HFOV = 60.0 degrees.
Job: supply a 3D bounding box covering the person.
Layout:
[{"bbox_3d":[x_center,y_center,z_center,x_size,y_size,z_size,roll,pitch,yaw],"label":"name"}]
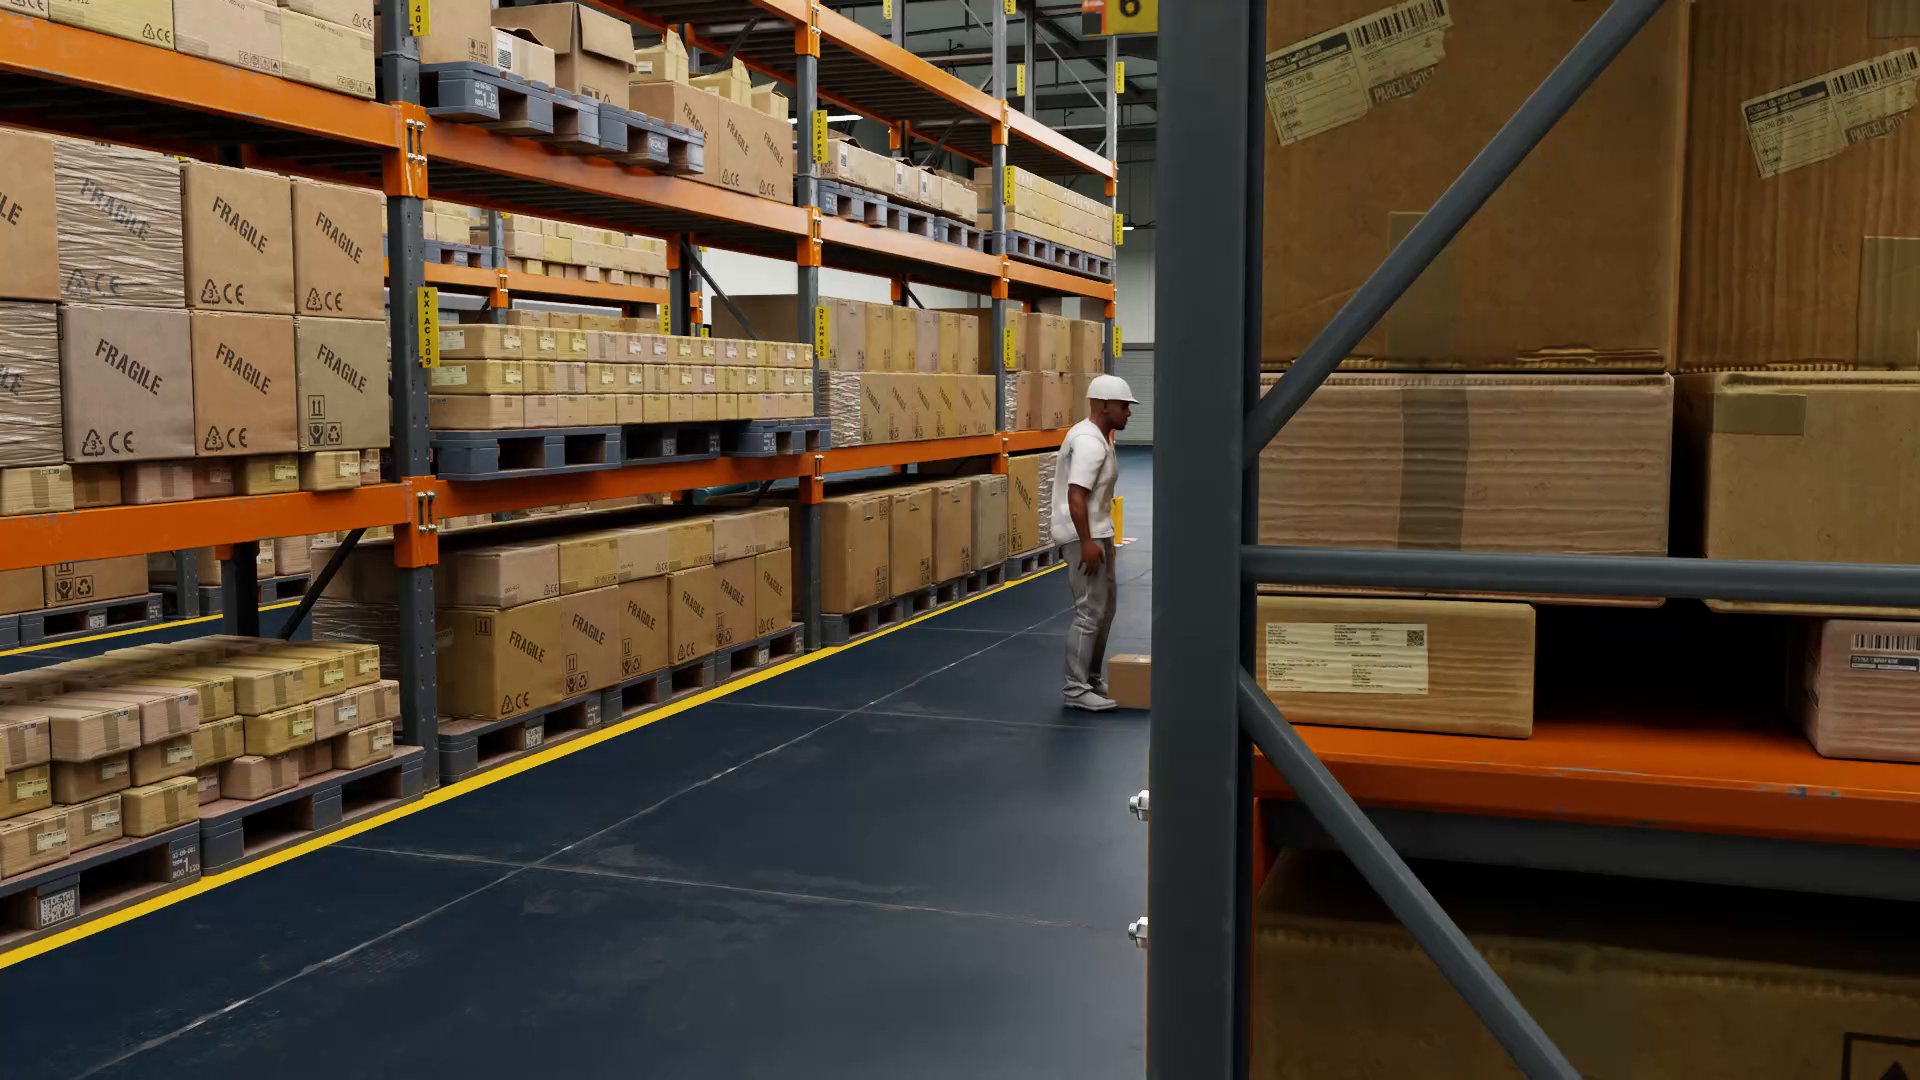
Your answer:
[{"bbox_3d":[0.724,0.001,8.902,0.462,1.759,0.633,1,5,15],"label":"person"}]
